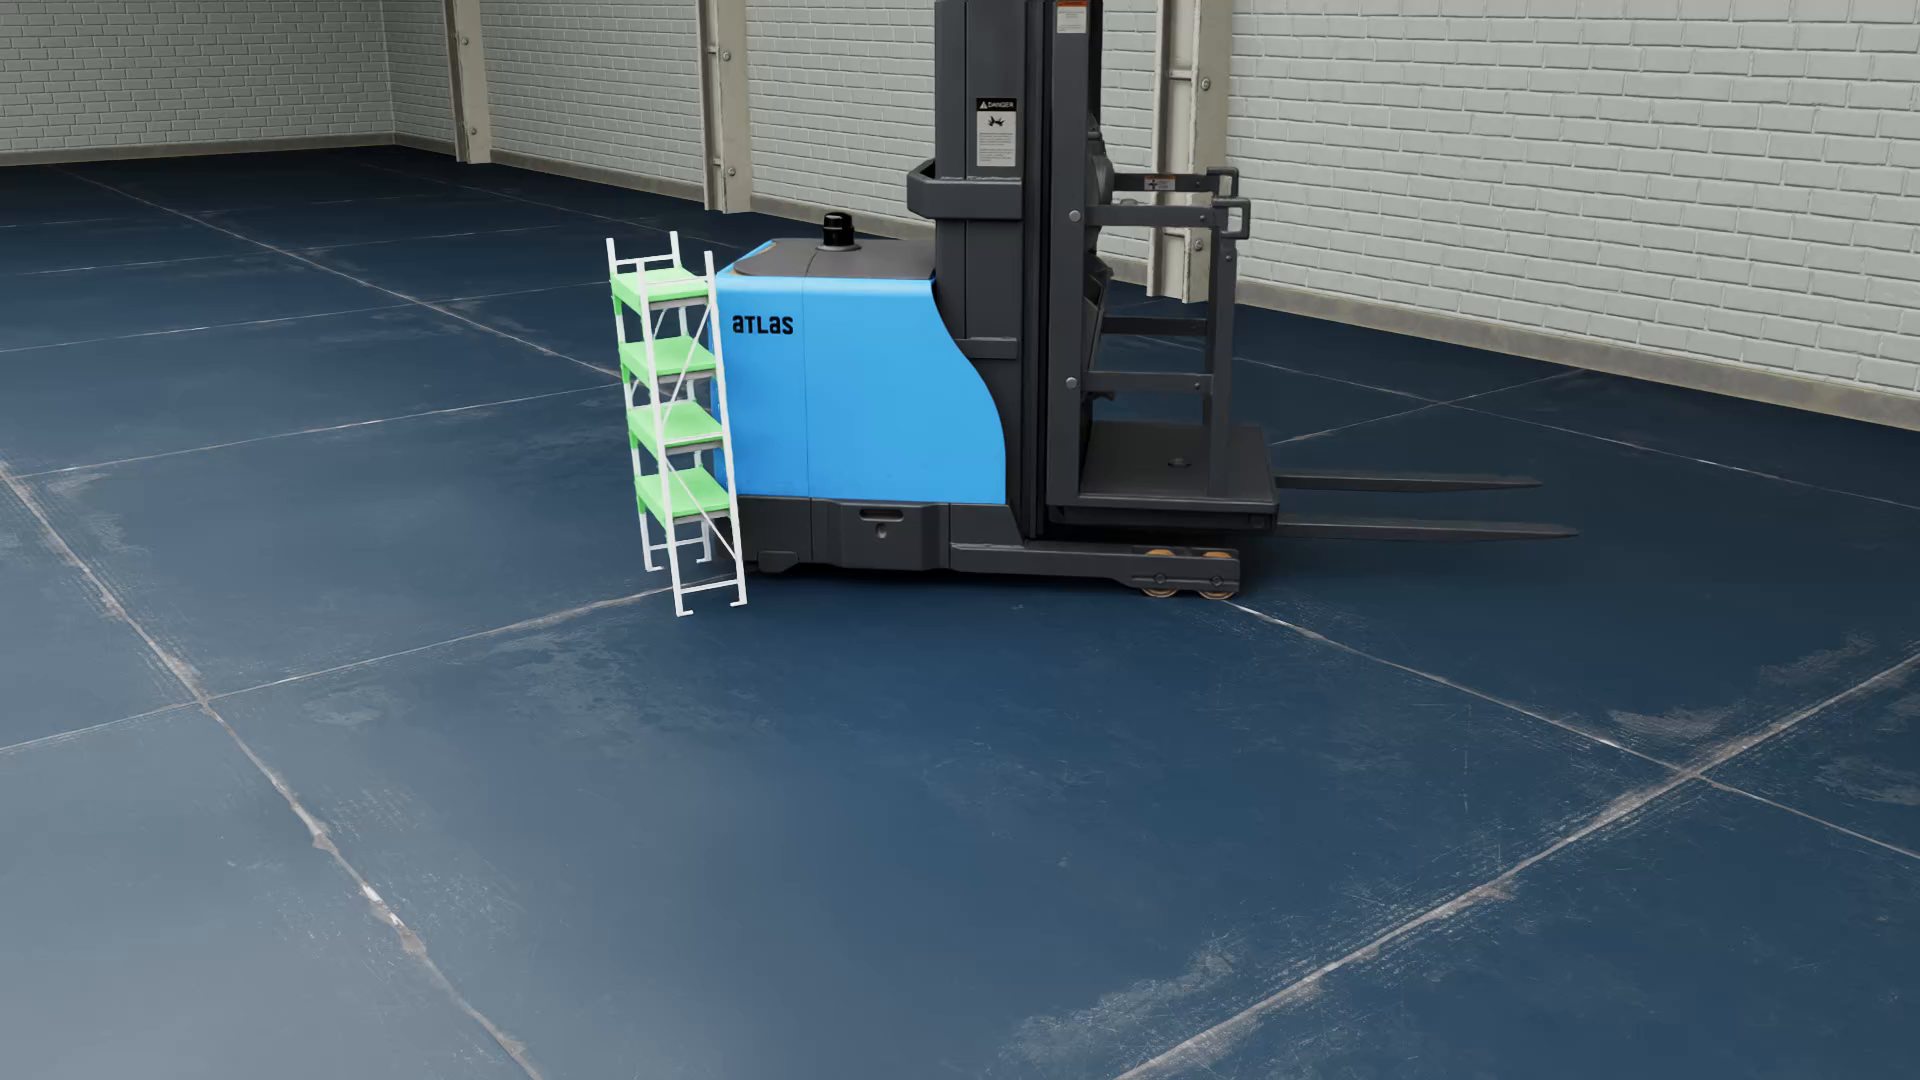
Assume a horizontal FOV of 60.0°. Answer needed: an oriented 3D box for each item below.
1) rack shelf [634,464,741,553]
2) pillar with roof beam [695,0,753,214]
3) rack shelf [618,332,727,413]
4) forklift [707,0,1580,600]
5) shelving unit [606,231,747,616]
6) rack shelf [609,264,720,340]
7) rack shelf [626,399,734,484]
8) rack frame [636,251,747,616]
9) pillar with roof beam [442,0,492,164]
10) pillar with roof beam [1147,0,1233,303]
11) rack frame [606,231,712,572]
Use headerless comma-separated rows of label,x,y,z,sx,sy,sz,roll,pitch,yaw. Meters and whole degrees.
rack shelf,-0.946,-0.115,5.745,0.258,0.148,0.480,-10,21,-20
pillar with roof beam,-5.577,-6.576,11.906,9.100,9.000,0.400,-14,23,-36
rack shelf,-0.970,-0.567,5.586,0.258,0.148,0.480,-10,21,-20
forklift,0.668,-1.361,5.809,3.031,2.935,1.130,2,18,7
shelving unit,-0.961,-0.401,5.644,0.258,1.200,0.503,-10,21,-20
rack shelf,-0.982,-0.793,5.506,0.258,0.148,0.480,-10,21,-20
rack shelf,-0.958,-0.341,5.665,0.258,0.148,0.480,-10,21,-20
rack frame,-0.869,-0.330,5.429,0.240,1.200,0.015,-10,21,-20
pillar with roof beam,-9.302,-8.054,16.371,9.100,9.000,0.400,-14,23,-36
pillar with roof beam,-1.851,-5.097,7.441,9.100,9.000,0.400,-14,23,-36
rack frame,-1.053,-0.472,5.859,0.240,1.200,0.015,-10,21,-20
